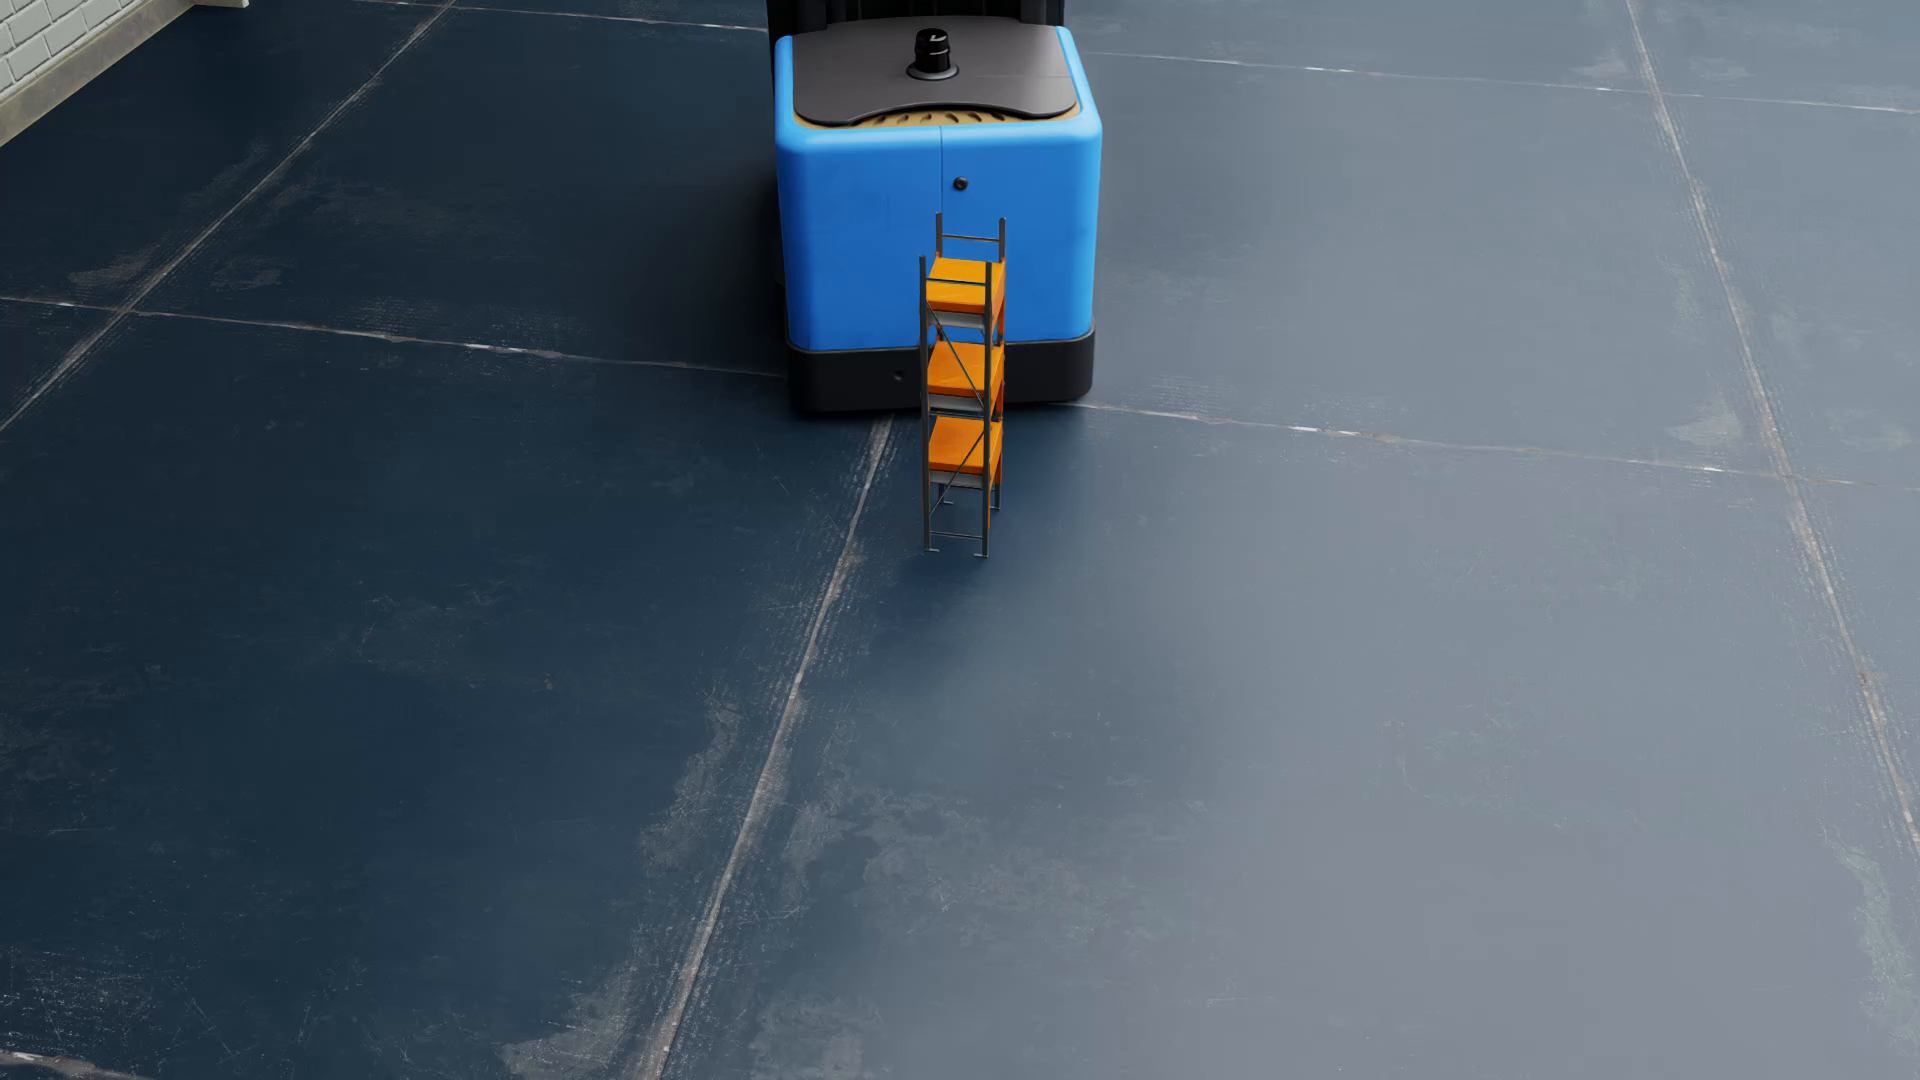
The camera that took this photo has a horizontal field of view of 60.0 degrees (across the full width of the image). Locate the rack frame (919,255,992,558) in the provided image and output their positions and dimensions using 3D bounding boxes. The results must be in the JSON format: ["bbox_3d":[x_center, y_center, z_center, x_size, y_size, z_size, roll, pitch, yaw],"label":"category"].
[{"bbox_3d":[-0.012,-0.362,4.863,0.200,1.050,0.008,6,40,8],"label":"rack frame"}]

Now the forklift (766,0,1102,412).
[{"bbox_3d":[-0.183,-2.493,5.965,1.130,2.935,3.031,-3,40,-4],"label":"forklift"}]

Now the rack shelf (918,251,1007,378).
[{"bbox_3d":[0.009,-0.649,4.782,0.215,0.259,0.240,6,40,8],"label":"rack shelf"}]

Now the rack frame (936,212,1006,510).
[{"bbox_3d":[0.030,-0.515,5.049,0.200,1.050,0.008,6,40,8],"label":"rack frame"}]

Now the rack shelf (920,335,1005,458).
[{"bbox_3d":[0.009,-0.430,4.963,0.215,0.259,0.240,6,40,8],"label":"rack shelf"}]

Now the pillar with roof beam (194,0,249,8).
[{"bbox_3d":[0.434,-5.876,5.295,9.100,9.000,0.400,6,40,8],"label":"pillar with roof beam"}]

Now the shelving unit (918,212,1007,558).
[{"bbox_3d":[0.009,-0.438,4.956,0.215,1.050,0.252,6,40,8],"label":"shelving unit"}]

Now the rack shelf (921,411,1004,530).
[{"bbox_3d":[0.009,-0.216,5.140,0.215,0.259,0.240,6,40,8],"label":"rack shelf"}]
